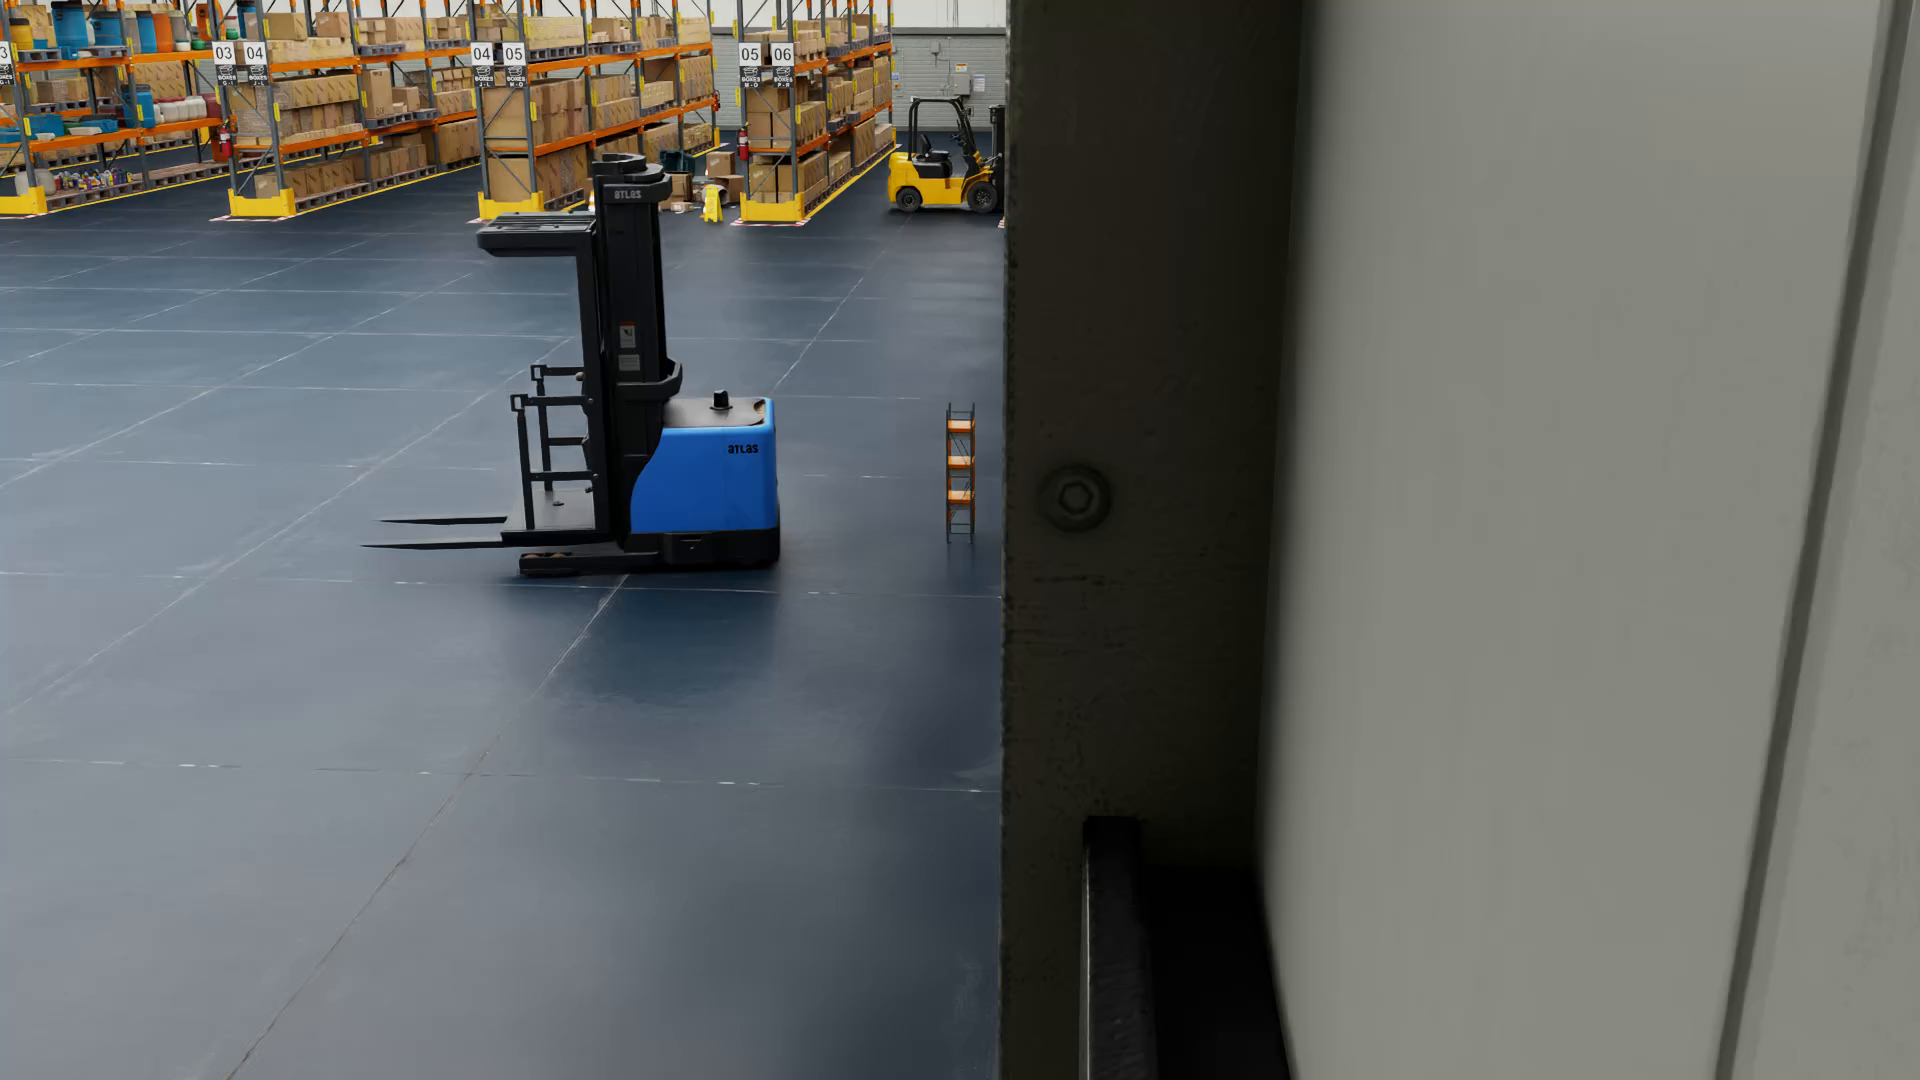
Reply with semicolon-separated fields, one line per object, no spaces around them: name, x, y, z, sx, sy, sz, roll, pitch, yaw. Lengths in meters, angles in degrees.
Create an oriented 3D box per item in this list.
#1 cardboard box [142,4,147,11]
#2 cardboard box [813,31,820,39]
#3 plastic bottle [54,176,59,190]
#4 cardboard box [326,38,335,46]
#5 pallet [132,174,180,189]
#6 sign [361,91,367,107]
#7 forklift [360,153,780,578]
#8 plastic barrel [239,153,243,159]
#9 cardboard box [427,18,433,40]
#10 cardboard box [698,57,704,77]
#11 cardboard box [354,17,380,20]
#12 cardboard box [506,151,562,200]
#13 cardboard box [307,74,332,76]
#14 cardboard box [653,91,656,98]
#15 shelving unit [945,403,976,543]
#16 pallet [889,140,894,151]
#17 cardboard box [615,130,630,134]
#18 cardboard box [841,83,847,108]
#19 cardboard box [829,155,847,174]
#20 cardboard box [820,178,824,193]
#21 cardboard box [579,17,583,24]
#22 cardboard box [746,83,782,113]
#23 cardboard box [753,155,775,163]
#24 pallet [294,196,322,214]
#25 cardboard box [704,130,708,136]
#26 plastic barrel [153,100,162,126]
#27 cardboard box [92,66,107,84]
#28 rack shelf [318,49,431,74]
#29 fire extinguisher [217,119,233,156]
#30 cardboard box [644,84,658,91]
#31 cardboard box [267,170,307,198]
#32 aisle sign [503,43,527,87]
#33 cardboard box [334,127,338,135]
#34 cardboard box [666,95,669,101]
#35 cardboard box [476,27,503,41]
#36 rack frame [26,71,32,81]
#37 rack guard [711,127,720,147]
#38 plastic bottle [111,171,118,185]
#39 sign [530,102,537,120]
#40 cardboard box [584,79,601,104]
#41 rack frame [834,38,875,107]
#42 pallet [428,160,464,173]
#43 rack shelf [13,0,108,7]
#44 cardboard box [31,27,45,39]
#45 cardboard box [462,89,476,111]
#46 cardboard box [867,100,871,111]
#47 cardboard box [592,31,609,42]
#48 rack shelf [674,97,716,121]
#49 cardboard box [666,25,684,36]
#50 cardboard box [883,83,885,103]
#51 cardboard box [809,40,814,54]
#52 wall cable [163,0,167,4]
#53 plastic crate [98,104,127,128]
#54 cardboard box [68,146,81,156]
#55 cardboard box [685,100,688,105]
cardboard box;-22.351;-14.182;44.803;0.700;0.500;0.500;1;18;4
cardboard box;-2.990;-10.024;33.004;0.380;0.149;0.250;2;18;6
plastic bottle;-18.619;-7.349;34.203;0.152;0.276;0.135;1;18;4
cardboard box;-12.903;-10.098;33.706;0.380;0.149;0.250;1;18;2
pallet;-18.055;-7.939;36.812;1.003;0.211;1.213;1;18;4
sign;-12.590;-9.310;35.129;0.100;0.325;0.005;1;18;4
forklift;-2.888;-1.293;12.161;3.031;2.935;1.130;-2;18;-6
plastic barrel;-17.816;-9.609;40.751;0.421;0.512;0.421;0;18;0
cardboard box;-12.873;-12.016;39.120;0.797;0.503;0.637;2;18;7
cardboard box;-7.181;-12.691;44.592;0.500;0.500;0.500;2;18;7
cardboard box;-13.204;-11.407;37.139;0.500;0.500;0.500;1;18;2
cardboard box;-8.435;-7.200;32.815;0.875;0.875;0.875;1;18;3
cardboard box;-13.418;-9.439;34.667;0.500;0.500;0.500;1;18;4
cardboard box;-7.579;-10.776;40.244;0.380;0.149;0.250;1;18;3
shelving unit;0.004;-0.516;12.810;0.215;1.050;0.252;1;18;4
pallet;-2.366;-10.839;45.664;1.003;0.211;1.213;1;18;4
cardboard box;-8.118;-9.595;39.524;0.500;0.250;0.500;1;18;3
cardboard box;-2.777;-9.853;36.863;0.500;0.500;0.500;0;18;0
cardboard box;-3.056;-8.476;37.519;0.950;0.372;0.625;1;18;3
cardboard box;-3.050;-7.225;33.897;0.500;0.250;0.500;1;18;2
cardboard box;-7.900;-10.578;33.858;0.380;0.149;0.250;1;18;3
cardboard box;-3.715;-8.273;31.109;0.700;0.500;0.500;1;18;3
cardboard box;-3.778;-7.373;32.102;0.380;0.149;0.250;2;18;6
pallet;-13.320;-6.616;32.776;1.003;0.211;1.213;1;18;4
cardboard box;-7.120;-11.148;45.554;0.380;0.149;0.250;1;18;2
plastic barrel;-17.785;-9.376;36.502;0.433;0.535;0.433;0;18;0
cardboard box;-22.661;-12.301;43.880;0.500;0.500;0.500;1;18;4
rack shelf;-12.989;-10.613;36.834;1.077;0.370;4.000;1;18;4
fire extinguisher;-13.887;-7.604;31.437;0.296;0.674;0.183;1;18;4
cardboard box;-7.565;-10.997;40.439;0.380;0.149;0.250;1;18;3
cardboard box;-13.349;-7.058;32.986;0.500;0.500;0.500;6;19;18
aisle sign;-8.185;-8.731;30.576;0.394;0.787;0.004;1;18;4
cardboard box;-13.016;-8.407;34.167;0.380;0.149;0.250;1;18;4
cardboard box;-7.487;-11.046;41.544;0.380;0.149;0.250;1;18;4
cardboard box;-8.722;-9.425;30.980;0.500;0.250;0.500;2;18;5
rack frame;-27.093;-12.967;47.680;1.000;3.000;0.127;1;18;4
rack guard;-7.337;-11.282;46.551;1.175;0.500;0.348;1;18;4
plastic bottle;-17.815;-7.620;35.016;0.061;0.283;0.133;3;18;8
sign;-7.926;-7.959;30.878;0.100;0.325;0.005;1;18;4
cardboard box;-8.127;-9.603;35.647;0.700;0.500;0.500;1;18;3
rack frame;-2.674;-11.172;42.201;1.000;3.000;0.127;1;18;4
pallet;-12.713;-9.069;40.261;1.003;0.211;1.213;1;18;4
rack shelf;-22.582;-13.313;40.899;1.077;0.370;4.000;1;18;4
cardboard box;-22.691;-12.141;40.180;0.910;0.500;0.500;1;18;4
cardboard box;-12.392;-10.973;41.435;0.500;0.500;0.500;1;18;3
cardboard box;-2.492;-10.798;41.300;0.500;0.250;0.500;1;18;3
cardboard box;-7.846;-10.952;36.092;0.396;0.266;0.258;1;18;4
rack shelf;-7.475;-11.530;44.450;1.077;0.370;4.000;1;18;4
cardboard box;-7.345;-12.987;42.361;0.500;0.250;0.500;2;18;6
cardboard box;-2.260;-11.830;44.049;0.500;0.500;0.500;2;18;6
cardboard box;-3.118;-9.567;32.248;0.500;0.250;0.500;2;18;5
wall cable;-26.332;-16.091;52.566;3.097;2.526;0.112;1;18;4
plastic crate;-18.343;-9.207;36.101;0.402;0.464;0.583;1;18;4
cardboard box;-22.335;-9.848;41.468;0.500;0.500;0.500;1;18;3
cardboard box;-7.335;-11.463;43.491;0.380;0.149;0.250;0;18;1
